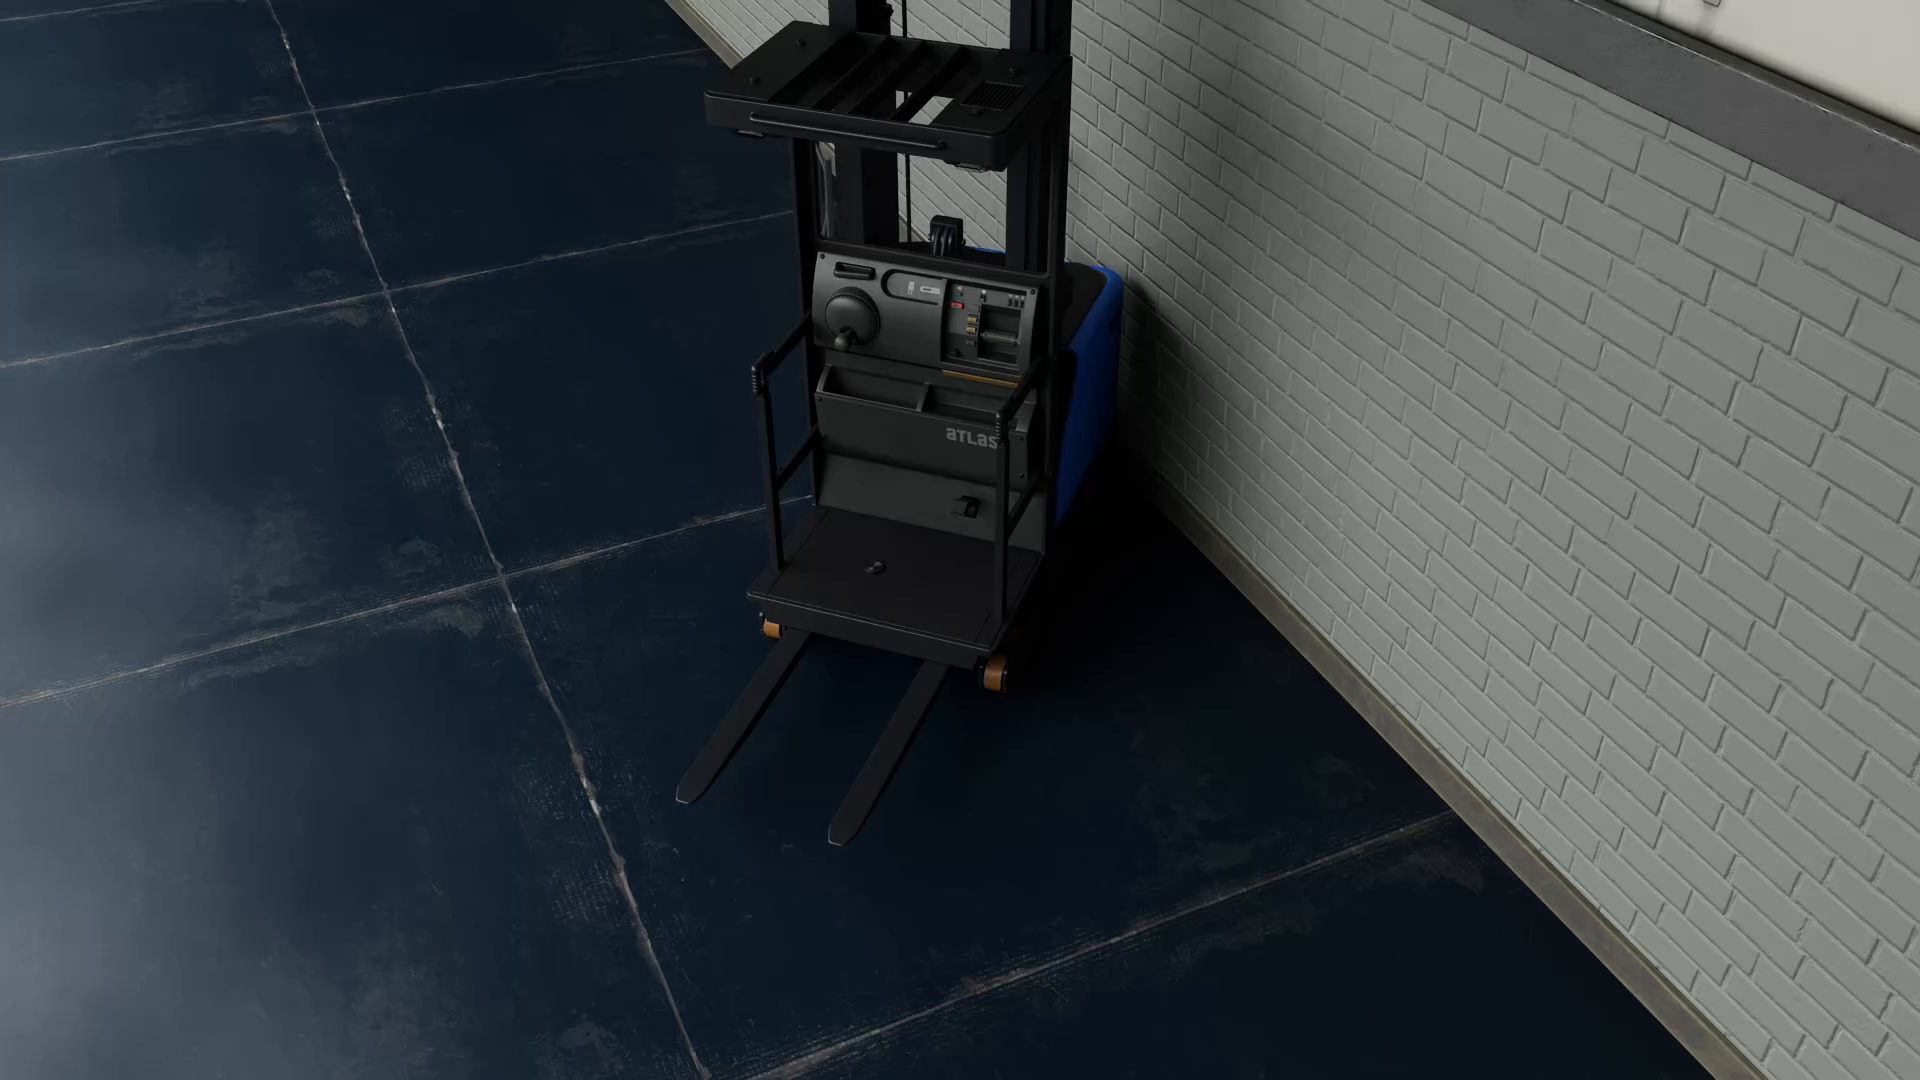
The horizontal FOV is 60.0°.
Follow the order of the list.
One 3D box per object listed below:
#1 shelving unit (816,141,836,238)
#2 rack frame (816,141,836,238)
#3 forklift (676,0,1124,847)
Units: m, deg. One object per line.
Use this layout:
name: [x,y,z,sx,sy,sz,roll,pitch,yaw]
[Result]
shelving unit: [-0.148,-1.328,8.281,1.048,1.500,0.538,-7,37,-9]
rack frame: [-0.646,-1.269,8.201,0.032,1.500,0.500,-7,37,-9]
forklift: [-0.214,-0.825,6.403,1.130,2.935,3.031,12,38,16]
